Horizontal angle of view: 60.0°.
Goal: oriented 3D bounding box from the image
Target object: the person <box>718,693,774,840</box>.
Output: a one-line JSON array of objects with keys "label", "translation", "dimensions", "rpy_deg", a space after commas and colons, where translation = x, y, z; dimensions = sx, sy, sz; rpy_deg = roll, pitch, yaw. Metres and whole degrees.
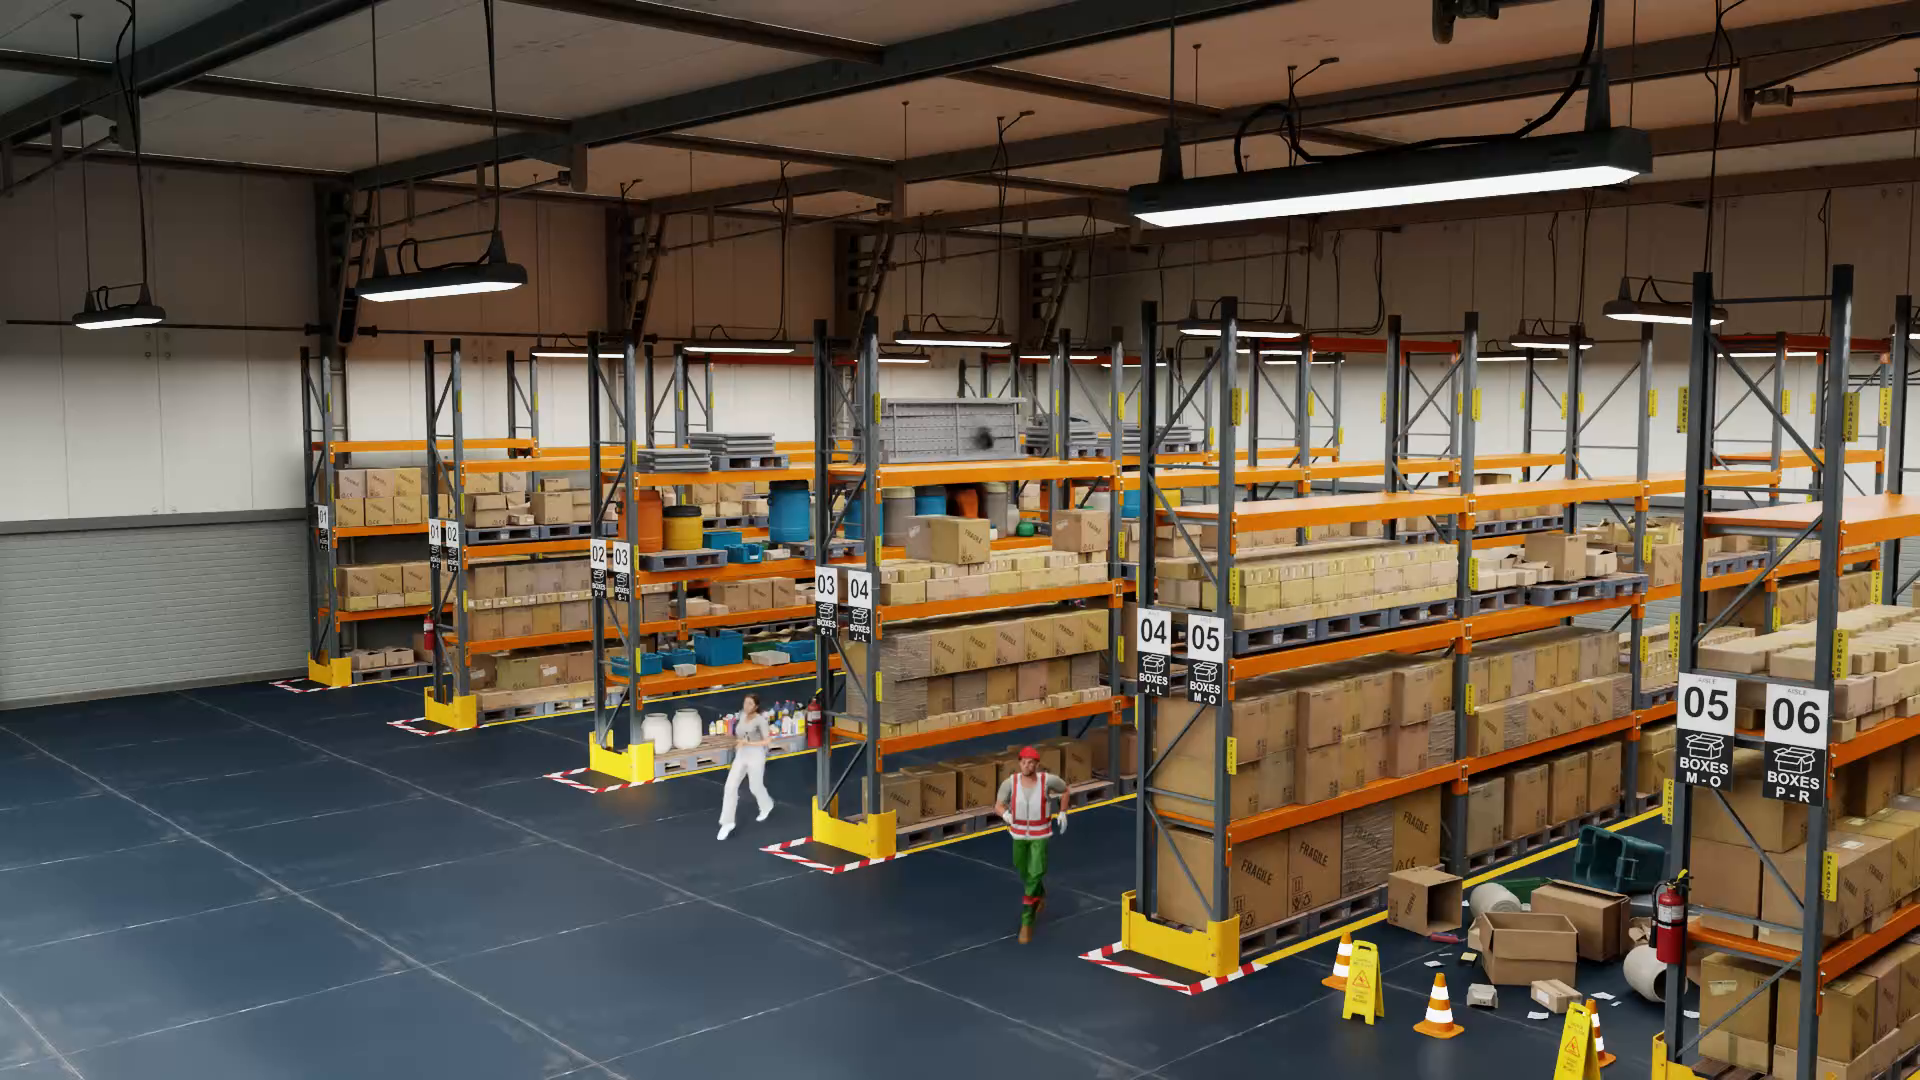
[{"label": "person", "translation": [-2.427, 2.615, 19.557], "dimensions": [0.574, 1.689, 0.982], "rpy_deg": [3, 6, 28]}]

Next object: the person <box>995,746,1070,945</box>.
[{"label": "person", "translation": [0.688, 2.884, 15.988], "dimensions": [0.690, 1.848, 0.913], "rpy_deg": [1, 5, 14]}]

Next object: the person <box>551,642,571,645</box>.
[{"label": "person", "translation": [-6.922, 1.725, 29.159], "dimensions": [0.691, 1.762, 0.799], "rpy_deg": [5, 7, 45]}]
